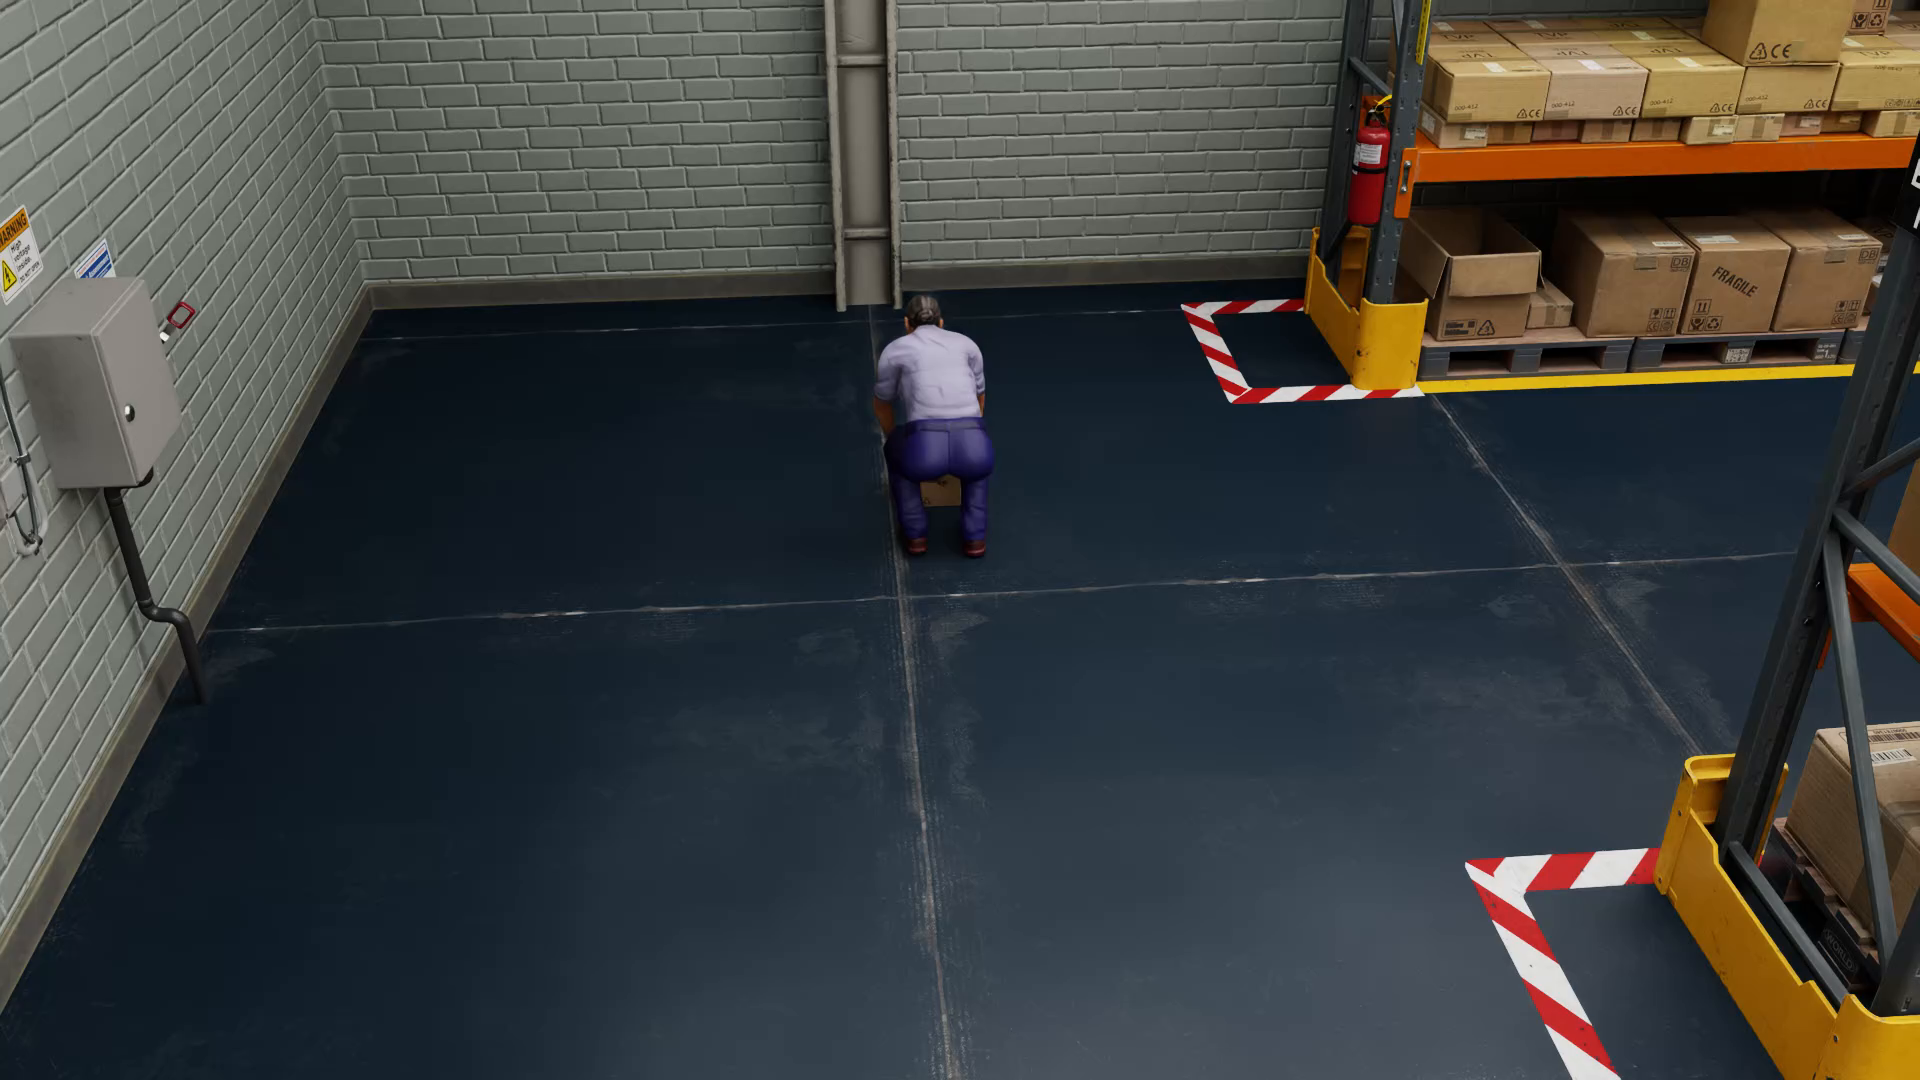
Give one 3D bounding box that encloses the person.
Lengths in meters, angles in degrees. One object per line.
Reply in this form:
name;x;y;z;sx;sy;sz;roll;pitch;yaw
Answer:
person;-0.112;-0.479;7.484;0.536;1.086;0.778;-3;31;-5
